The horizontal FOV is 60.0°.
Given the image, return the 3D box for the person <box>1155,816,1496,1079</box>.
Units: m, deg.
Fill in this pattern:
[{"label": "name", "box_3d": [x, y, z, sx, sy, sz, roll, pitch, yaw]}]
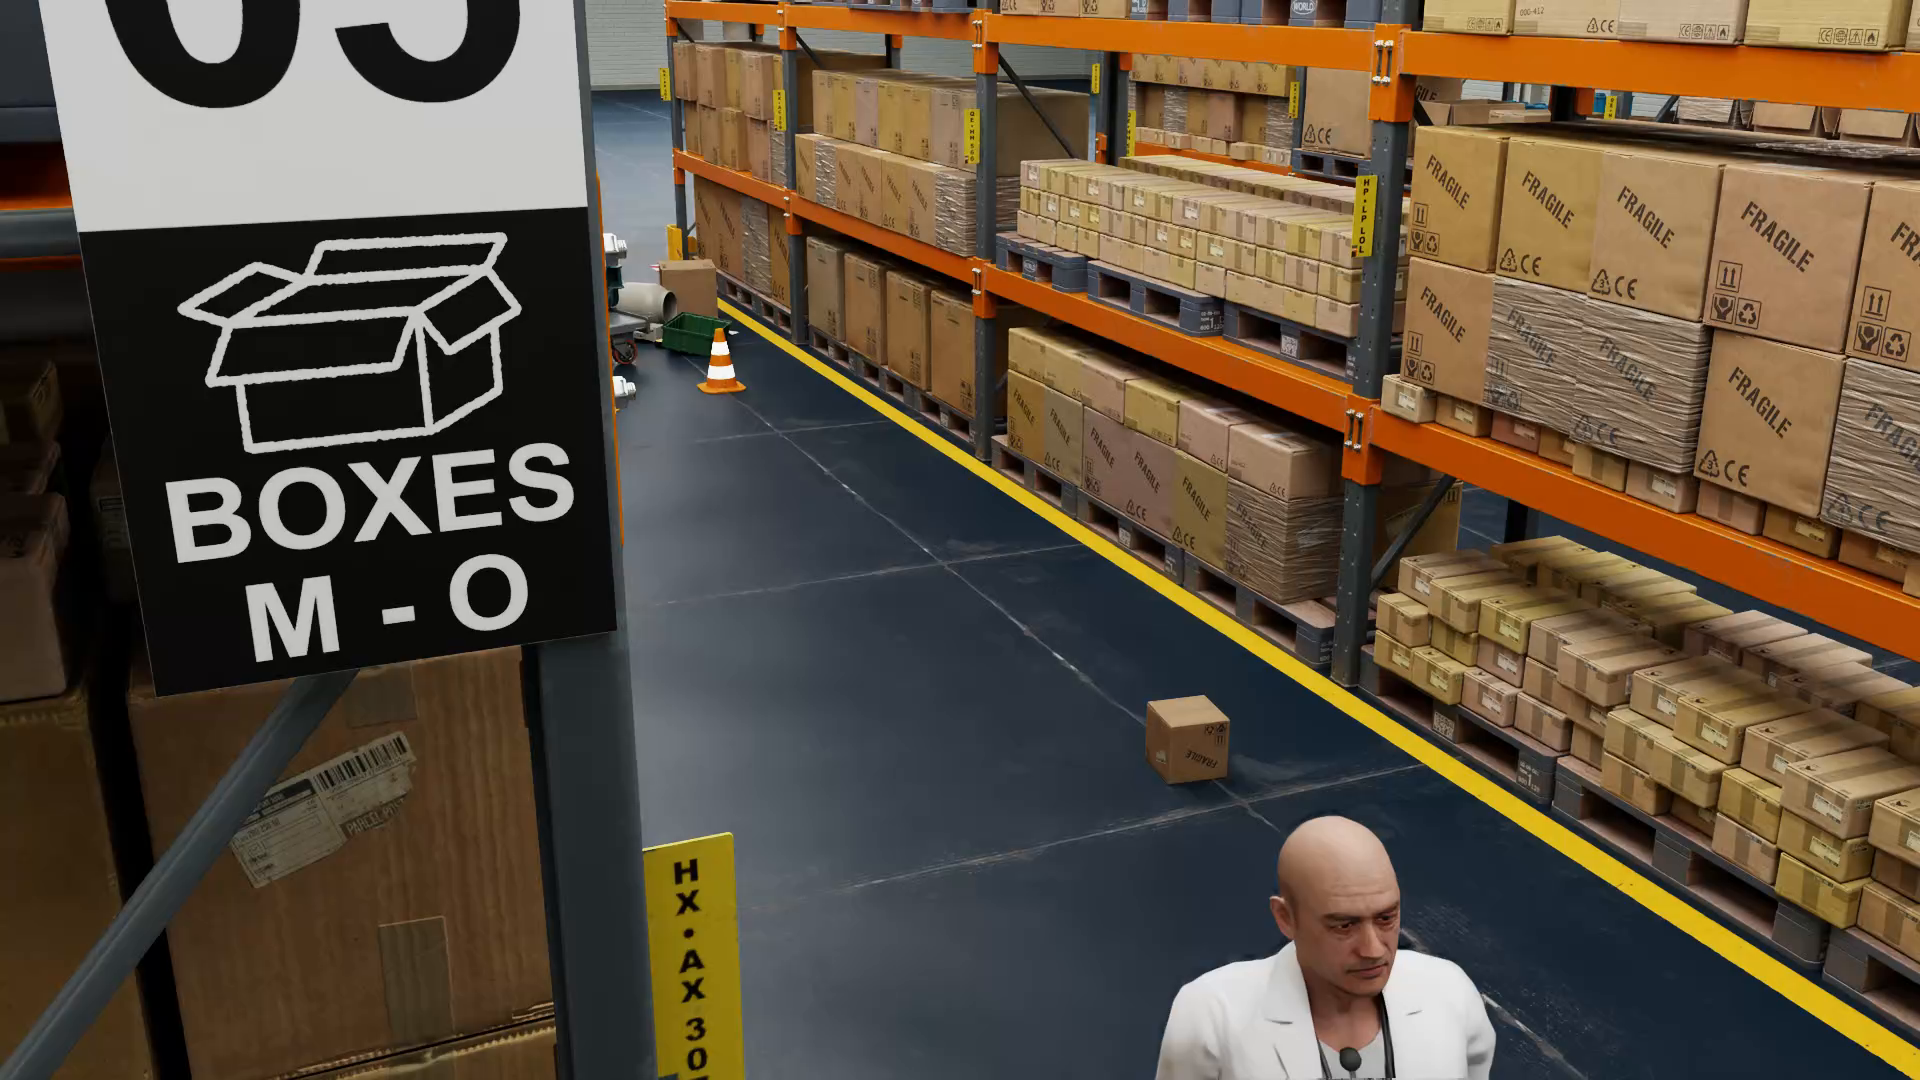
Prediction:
[{"label": "person", "box_3d": [0.585, 1.276, 2.718, 0.568, 1.782, 0.542, -1, 19, -2]}]
